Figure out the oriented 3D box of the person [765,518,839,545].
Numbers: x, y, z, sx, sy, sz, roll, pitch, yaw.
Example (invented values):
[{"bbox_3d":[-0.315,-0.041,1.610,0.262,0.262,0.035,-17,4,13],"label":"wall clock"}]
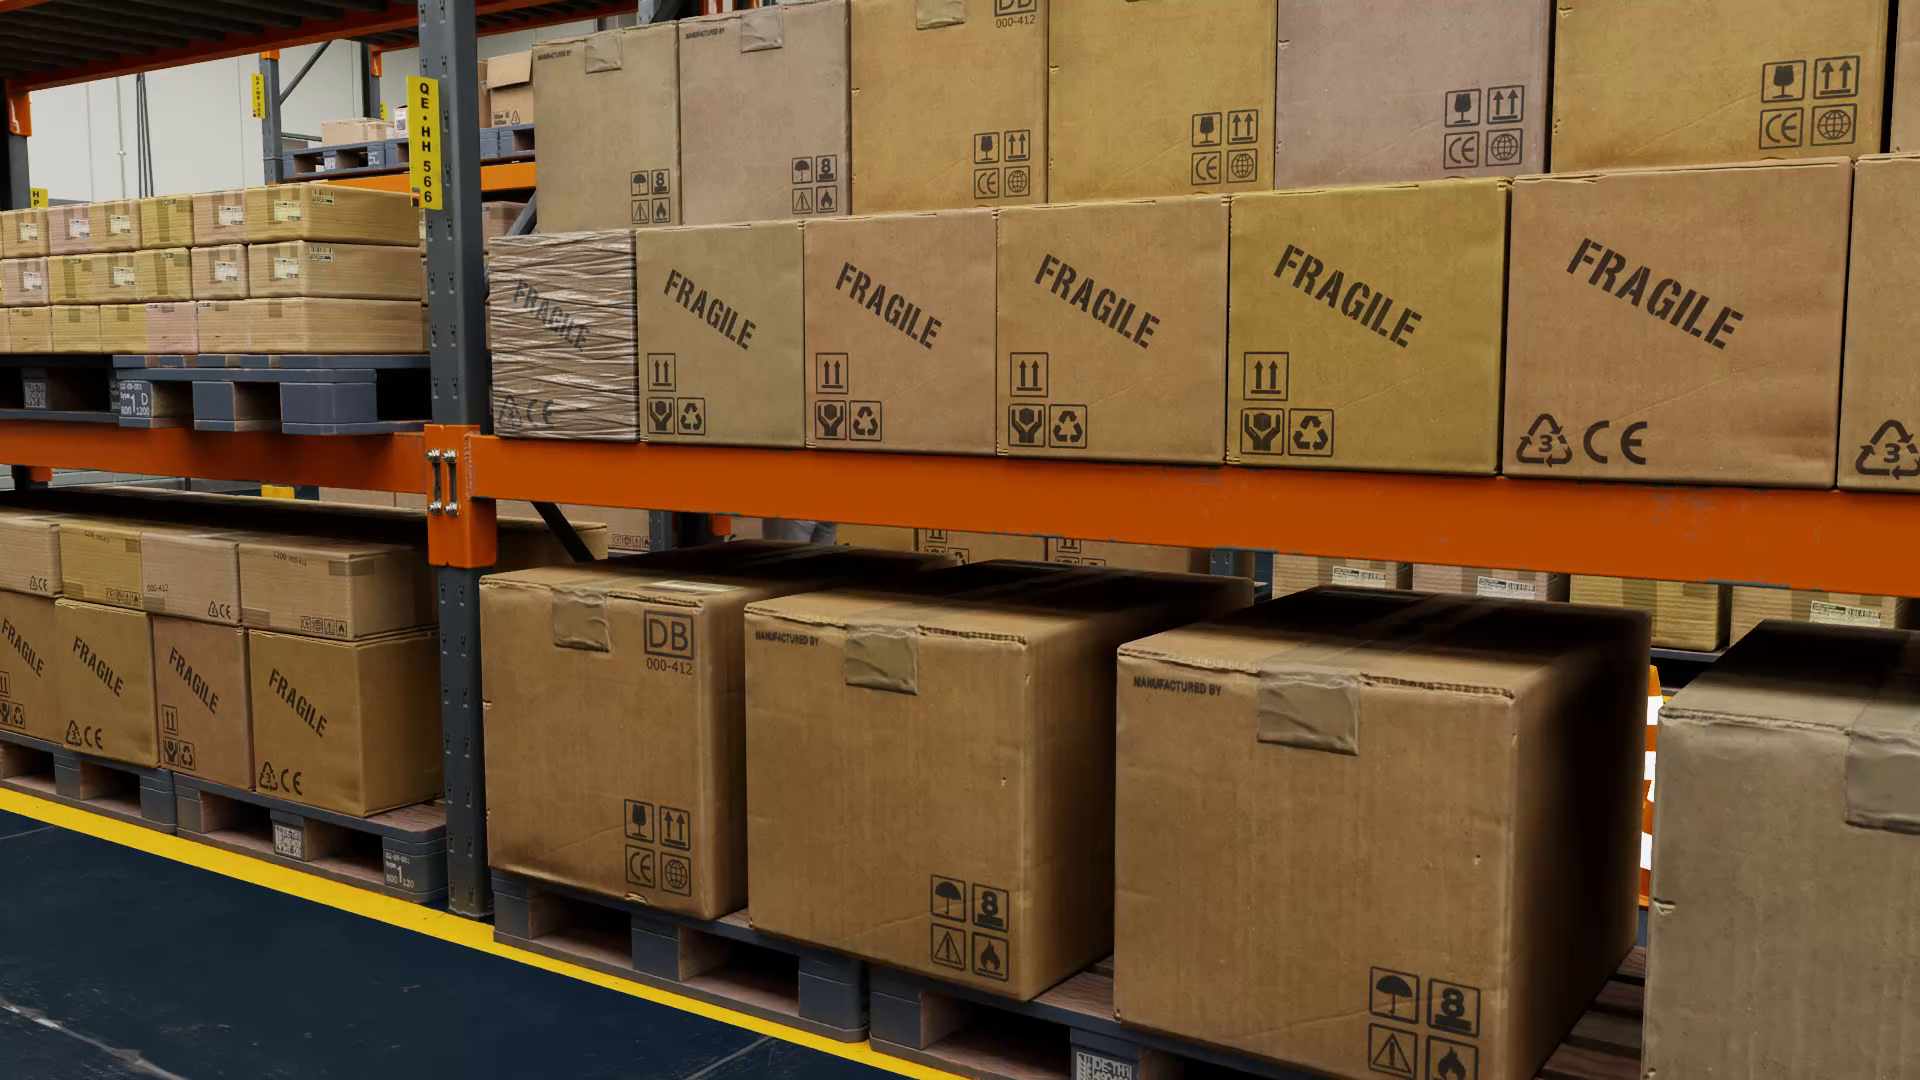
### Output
[{"bbox_3d":[-0.740,-0.187,7.357,0.559,1.772,0.523,4,8,33],"label":"person"}]
